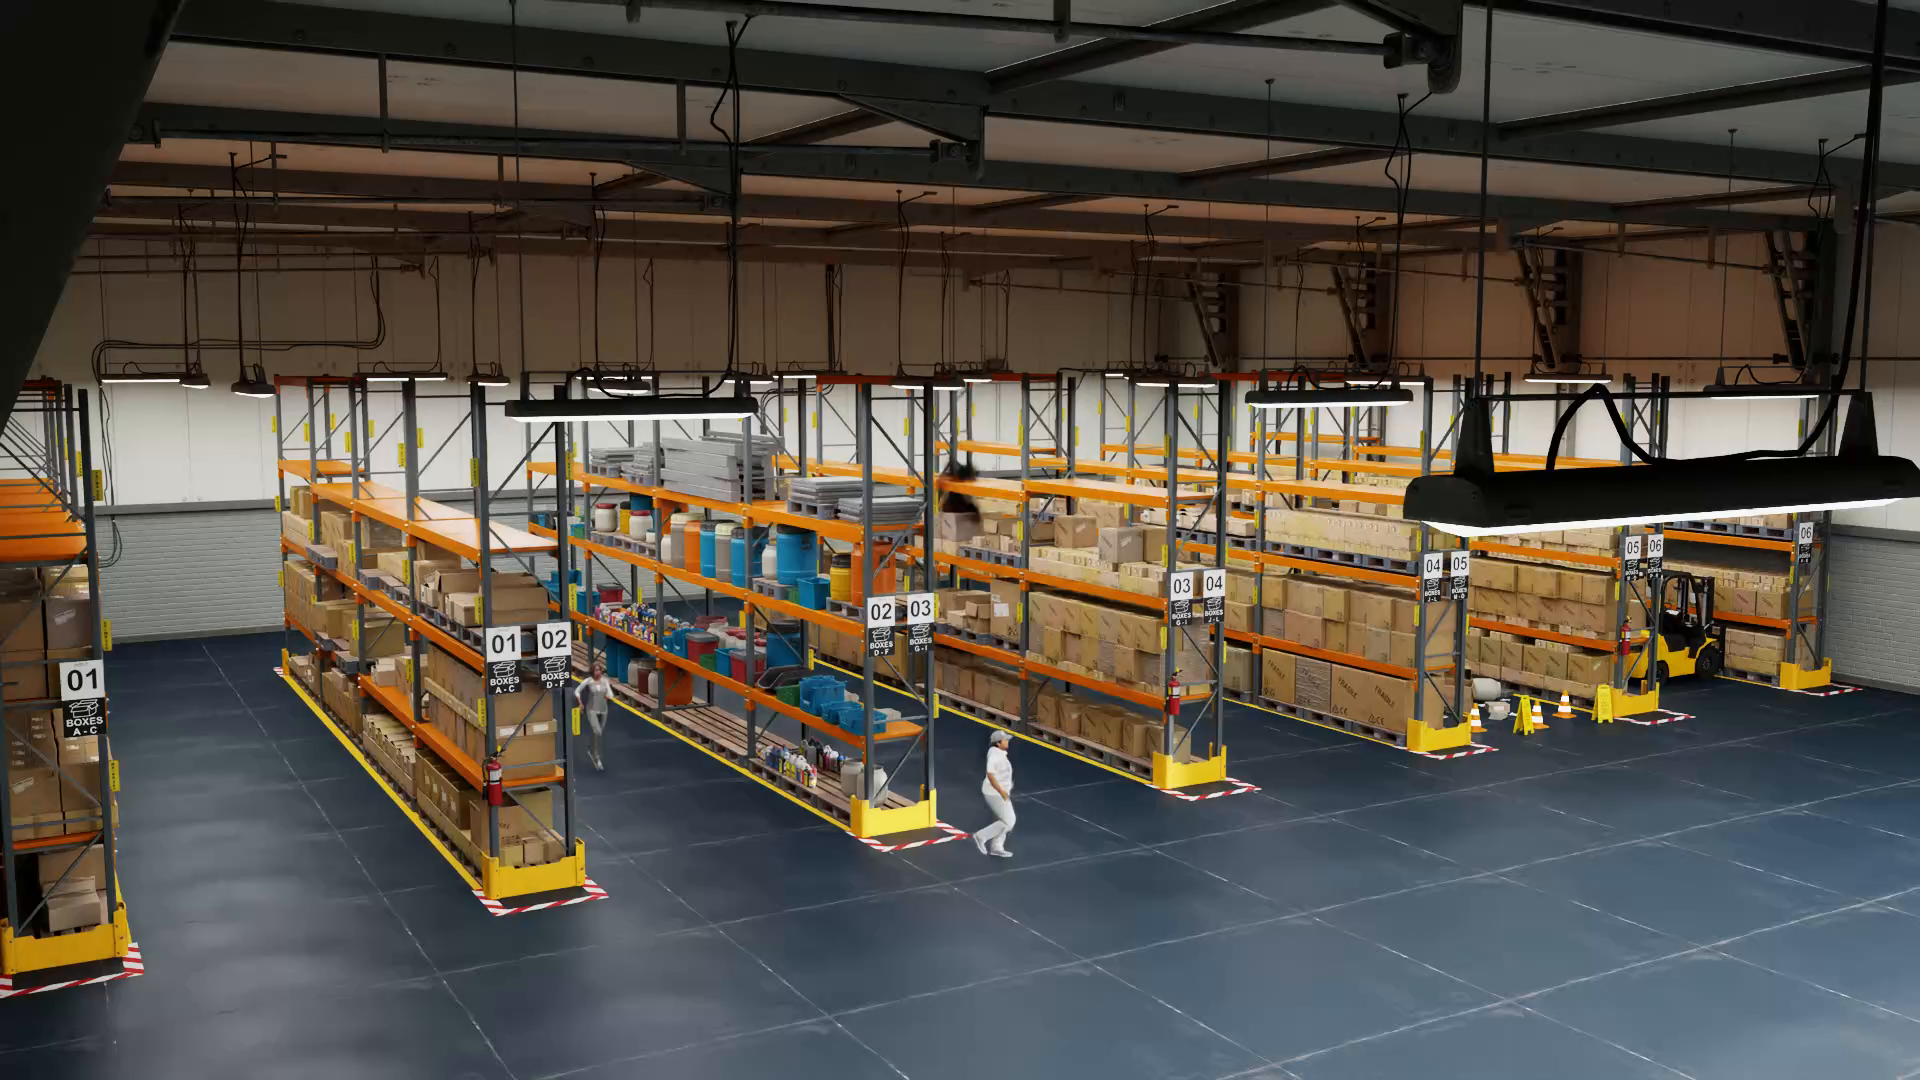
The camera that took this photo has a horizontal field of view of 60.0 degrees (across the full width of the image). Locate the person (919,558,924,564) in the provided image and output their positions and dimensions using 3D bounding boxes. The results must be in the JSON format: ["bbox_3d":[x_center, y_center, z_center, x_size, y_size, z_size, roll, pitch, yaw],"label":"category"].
[{"bbox_3d":[-0.881,0.920,41.836,0.895,1.648,0.639,-2,6,-14],"label":"person"}]

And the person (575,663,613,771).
[{"bbox_3d":[-5.640,2.712,25.771,0.509,1.642,0.726,-5,8,-39],"label":"person"}]

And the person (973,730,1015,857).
[{"bbox_3d":[0.430,3.228,21.129,0.550,1.630,0.625,0,6,-2],"label":"person"}]

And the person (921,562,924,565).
[{"bbox_3d":[-0.824,1.310,38.608,0.668,1.605,0.506,-2,7,-22],"label":"person"}]
